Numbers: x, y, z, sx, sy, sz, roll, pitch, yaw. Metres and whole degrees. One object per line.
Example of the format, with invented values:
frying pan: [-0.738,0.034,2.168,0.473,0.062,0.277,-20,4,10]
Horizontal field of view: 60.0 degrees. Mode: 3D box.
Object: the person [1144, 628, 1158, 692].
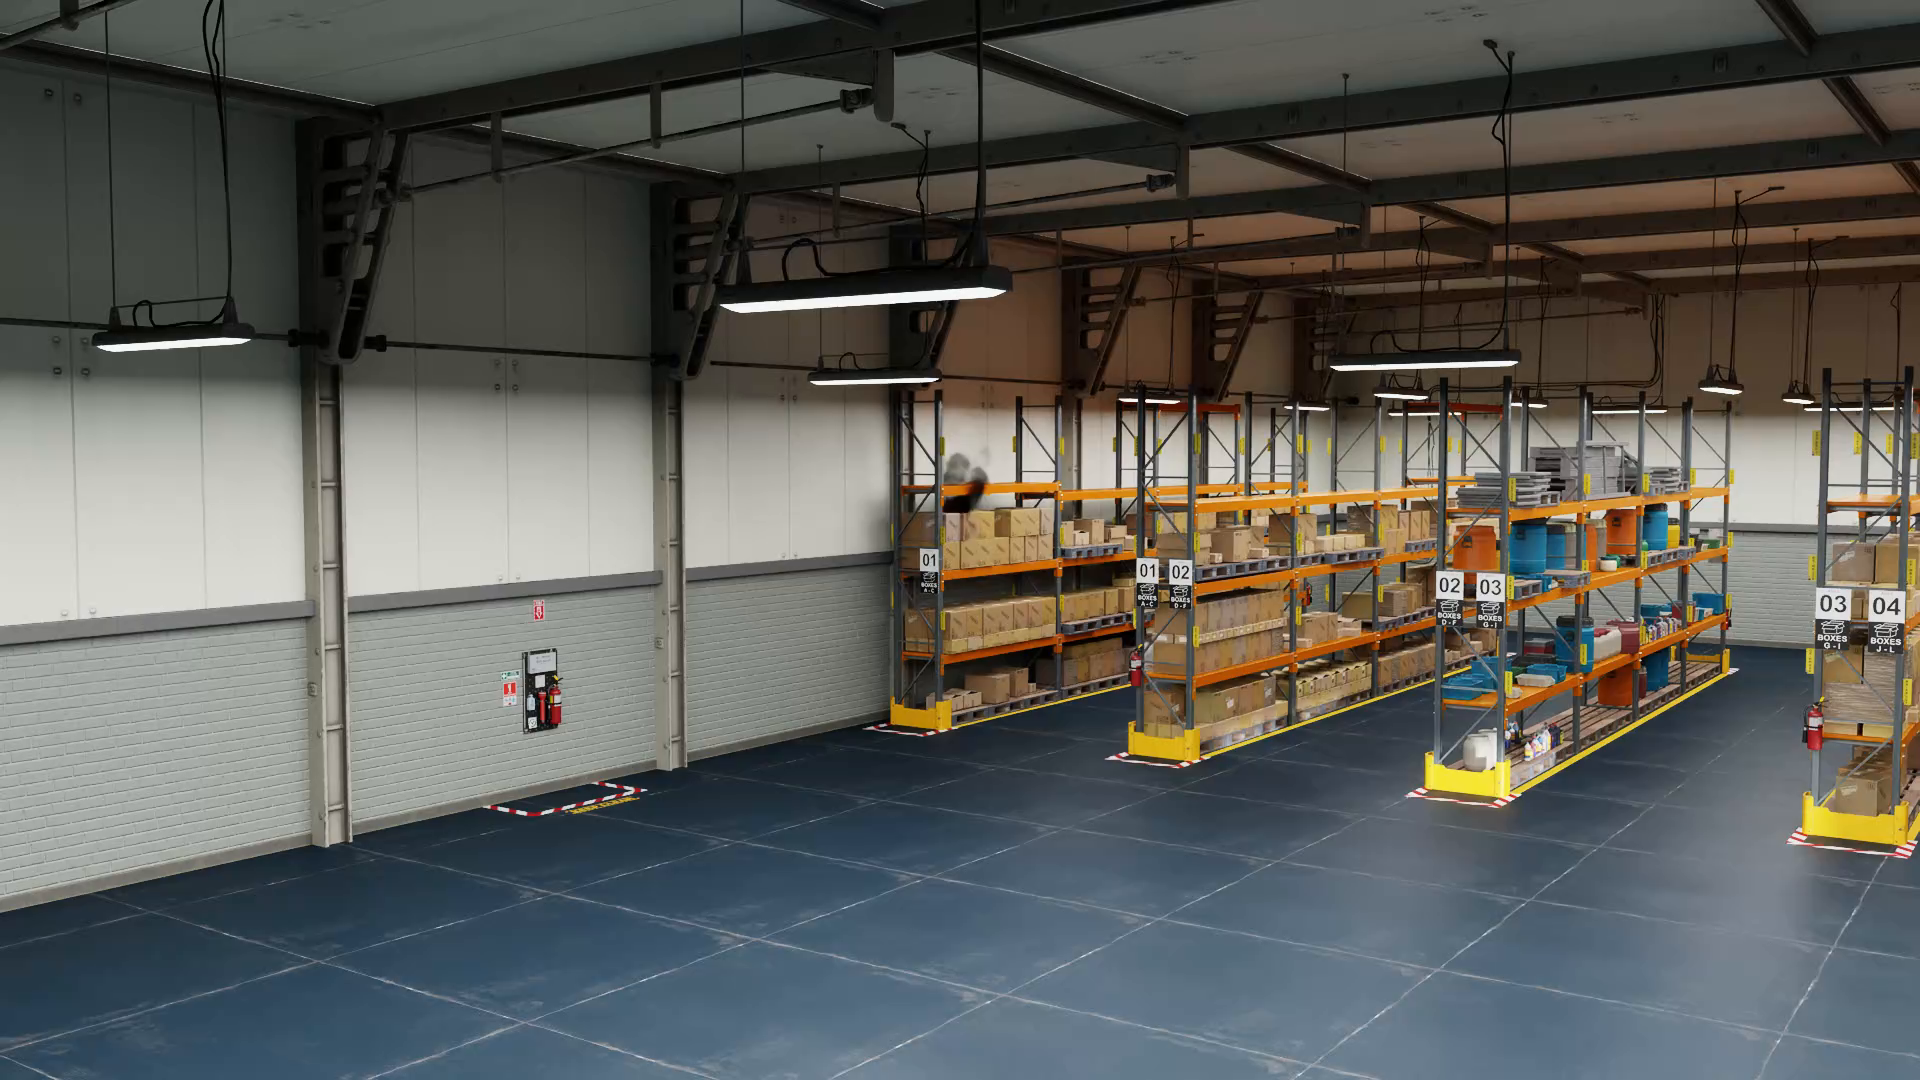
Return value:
person: [3.467,2.439,30.612,0.557,1.660,0.599,1,3,20]
